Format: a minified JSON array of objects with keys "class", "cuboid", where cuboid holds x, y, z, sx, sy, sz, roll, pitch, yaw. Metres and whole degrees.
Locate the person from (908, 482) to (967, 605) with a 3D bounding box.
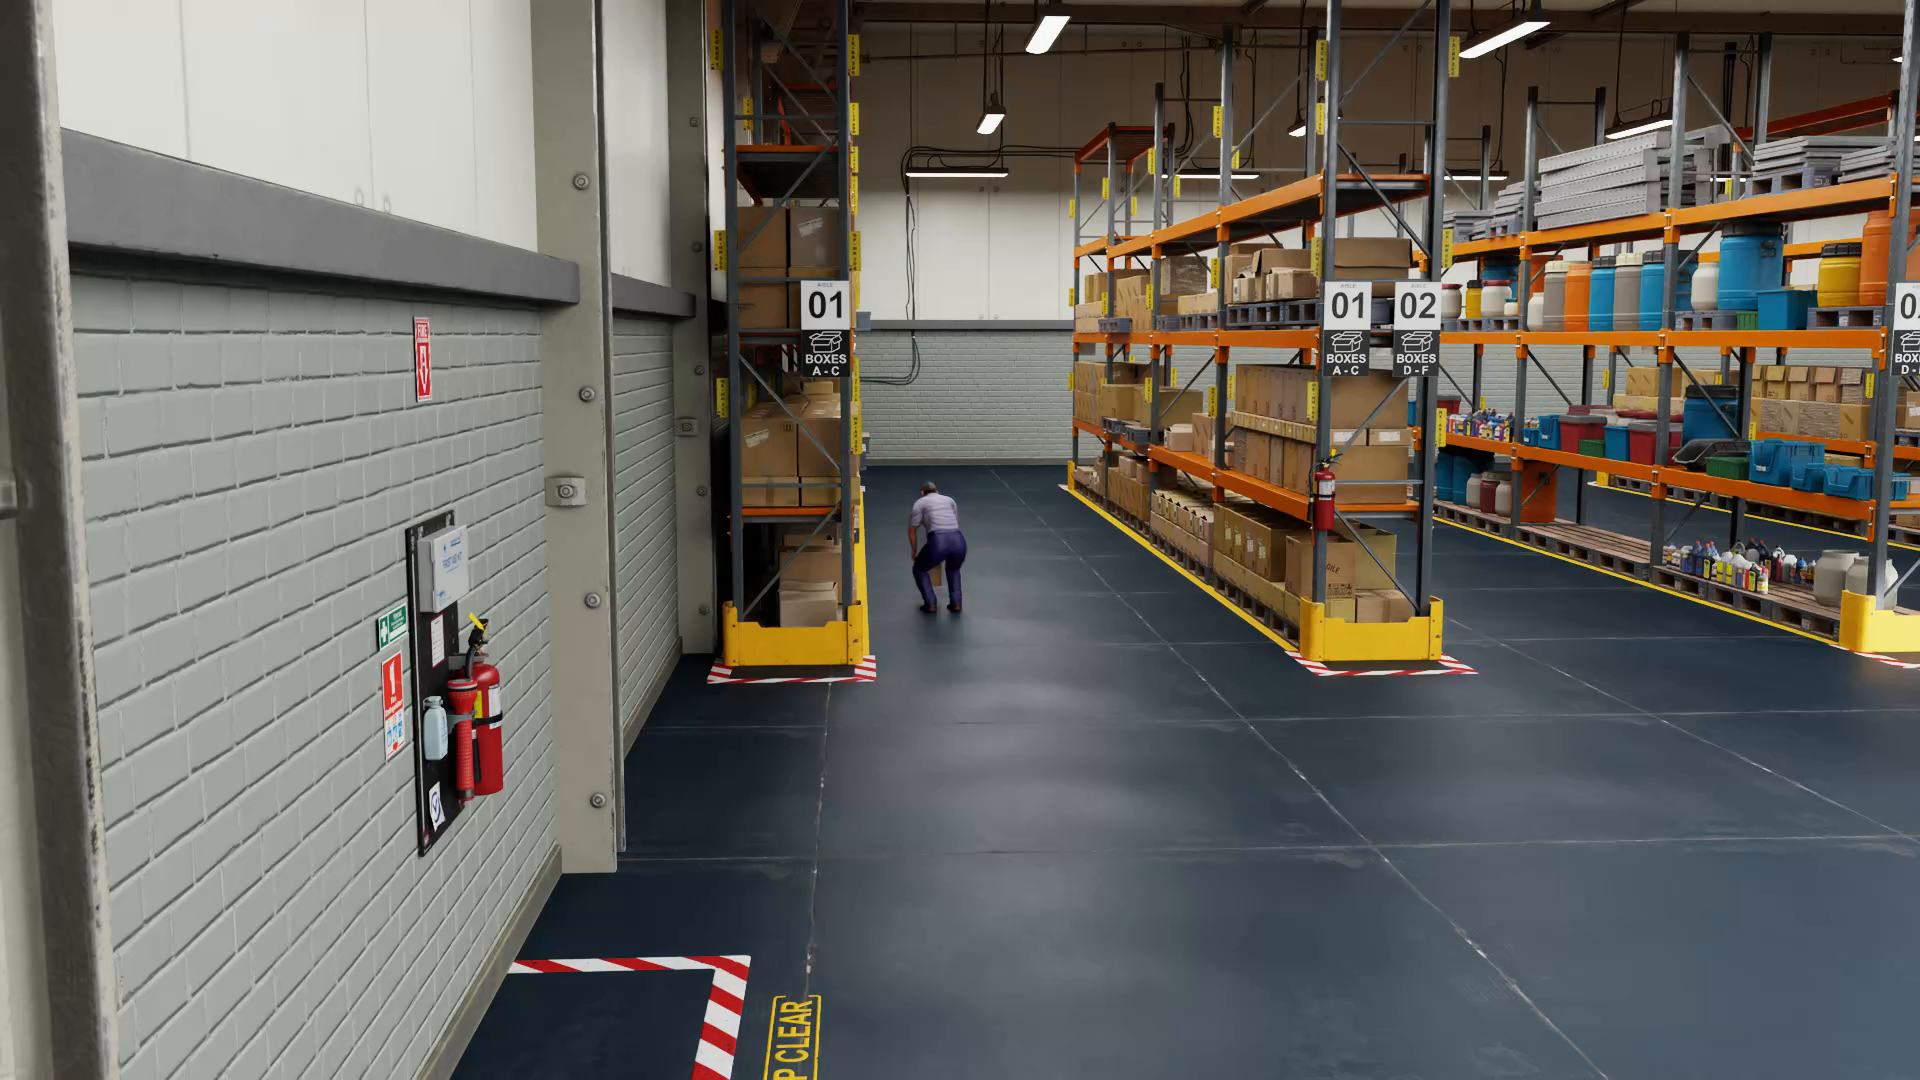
[{"class":"person","cuboid":[-0.235,0.042,16.748,0.536,1.226,0.702,-2,7,-18]}]
